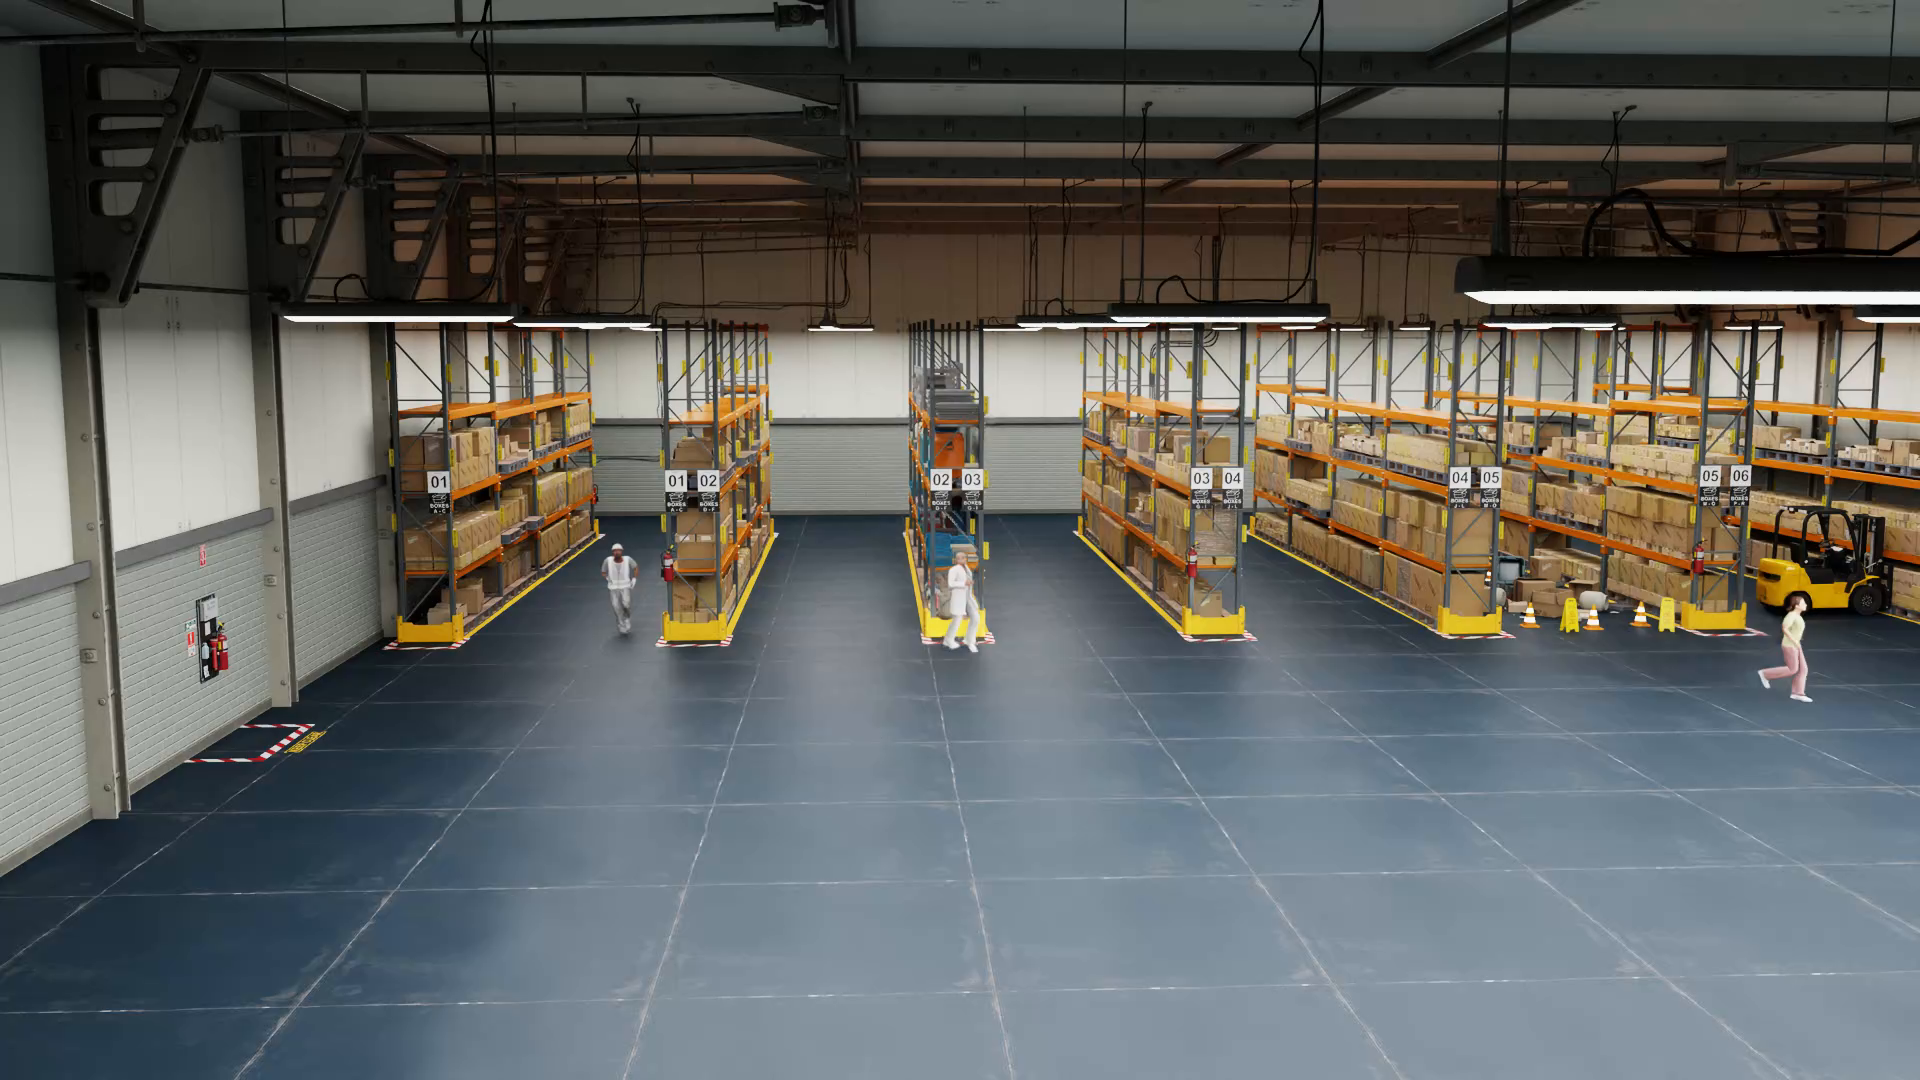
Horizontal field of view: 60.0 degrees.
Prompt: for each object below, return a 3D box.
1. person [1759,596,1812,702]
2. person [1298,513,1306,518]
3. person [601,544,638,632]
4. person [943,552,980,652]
[{"bbox_3d":[13.063,1.691,26.217,0.783,1.650,0.604,5,9,35],"label":"person"},{"bbox_3d":[10.040,-1.103,48.580,0.676,1.738,0.678,-7,10,-43],"label":"person"},{"bbox_3d":[-6.508,0.929,31.781,0.682,1.734,0.630,-1,7,-6],"label":"person"},{"bbox_3d":[0.029,1.140,30.119,0.750,1.853,0.705,6,9,42],"label":"person"}]
